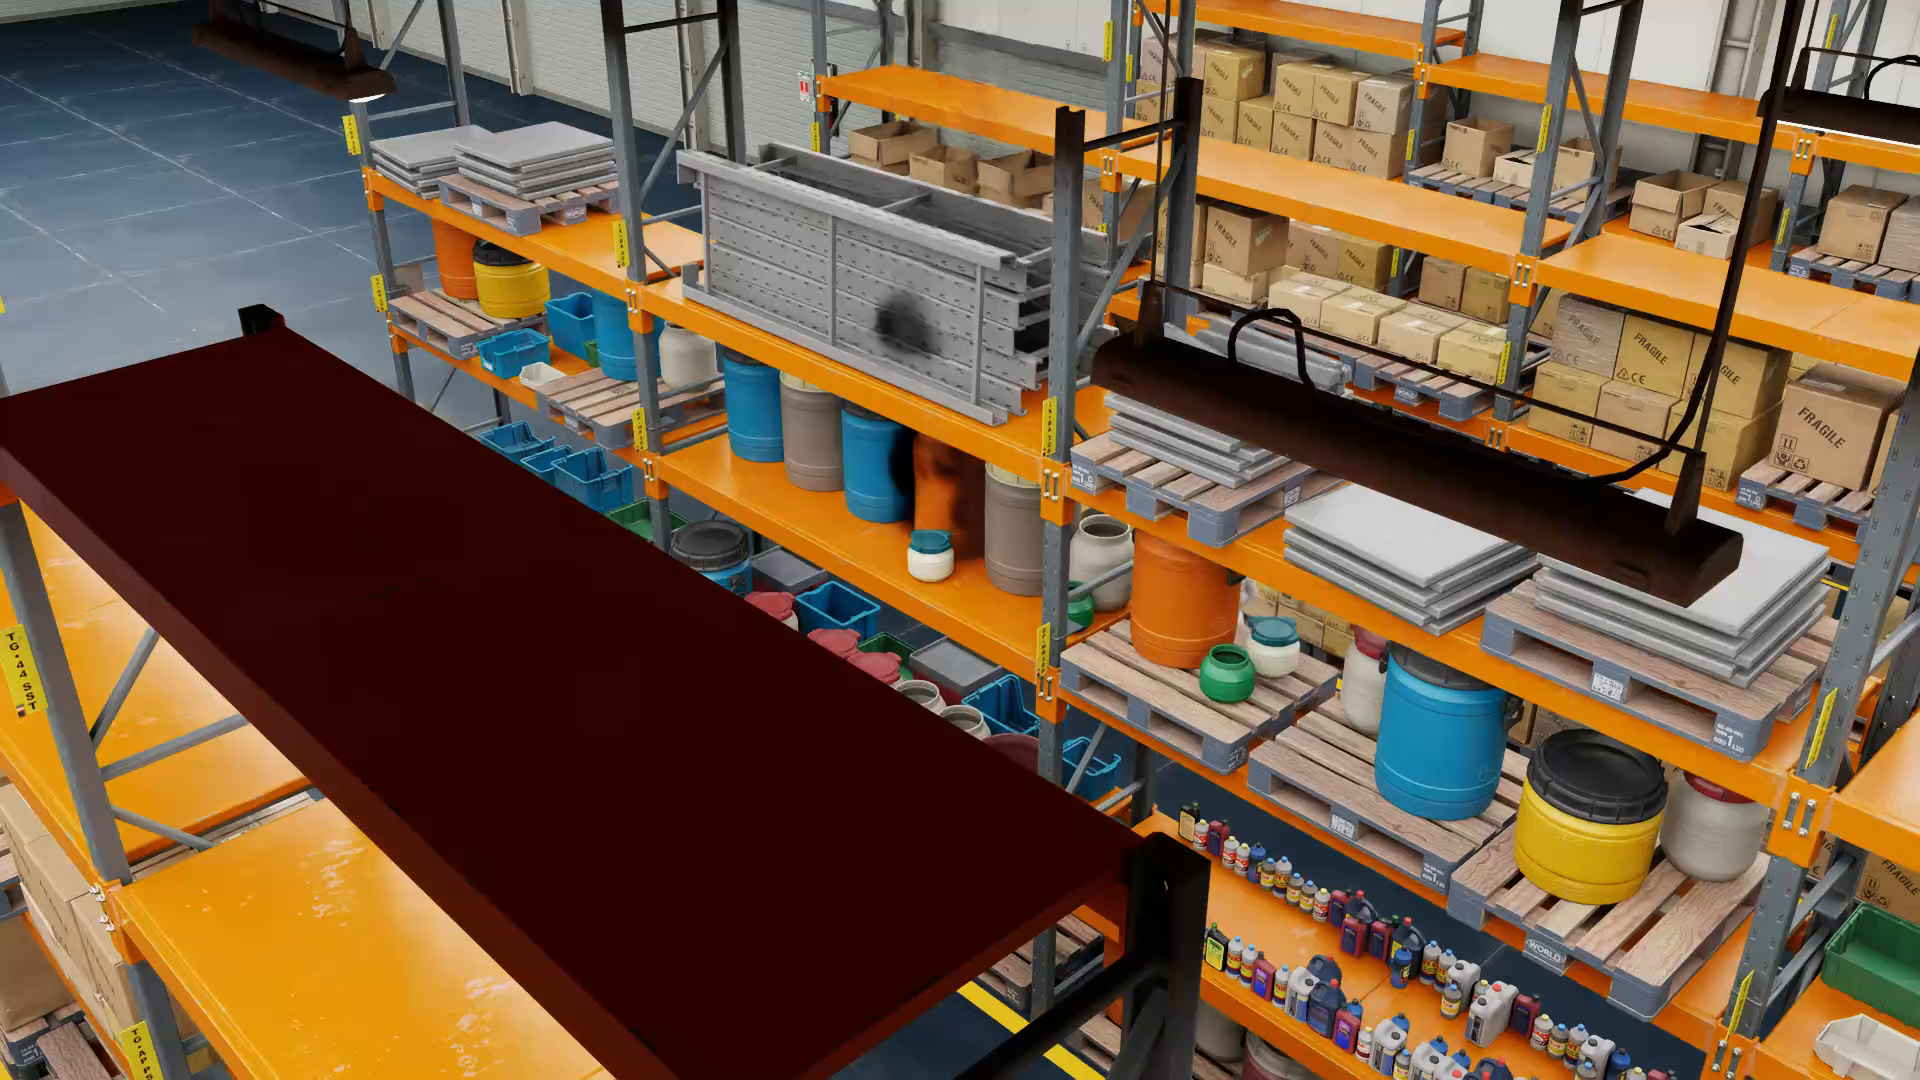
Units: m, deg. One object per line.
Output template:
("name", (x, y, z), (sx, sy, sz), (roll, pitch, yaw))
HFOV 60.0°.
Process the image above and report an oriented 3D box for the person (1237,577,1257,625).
("person", (2.085, 0.704, 13.166), (0.582, 1.658, 0.657), (23, 36, 36))
